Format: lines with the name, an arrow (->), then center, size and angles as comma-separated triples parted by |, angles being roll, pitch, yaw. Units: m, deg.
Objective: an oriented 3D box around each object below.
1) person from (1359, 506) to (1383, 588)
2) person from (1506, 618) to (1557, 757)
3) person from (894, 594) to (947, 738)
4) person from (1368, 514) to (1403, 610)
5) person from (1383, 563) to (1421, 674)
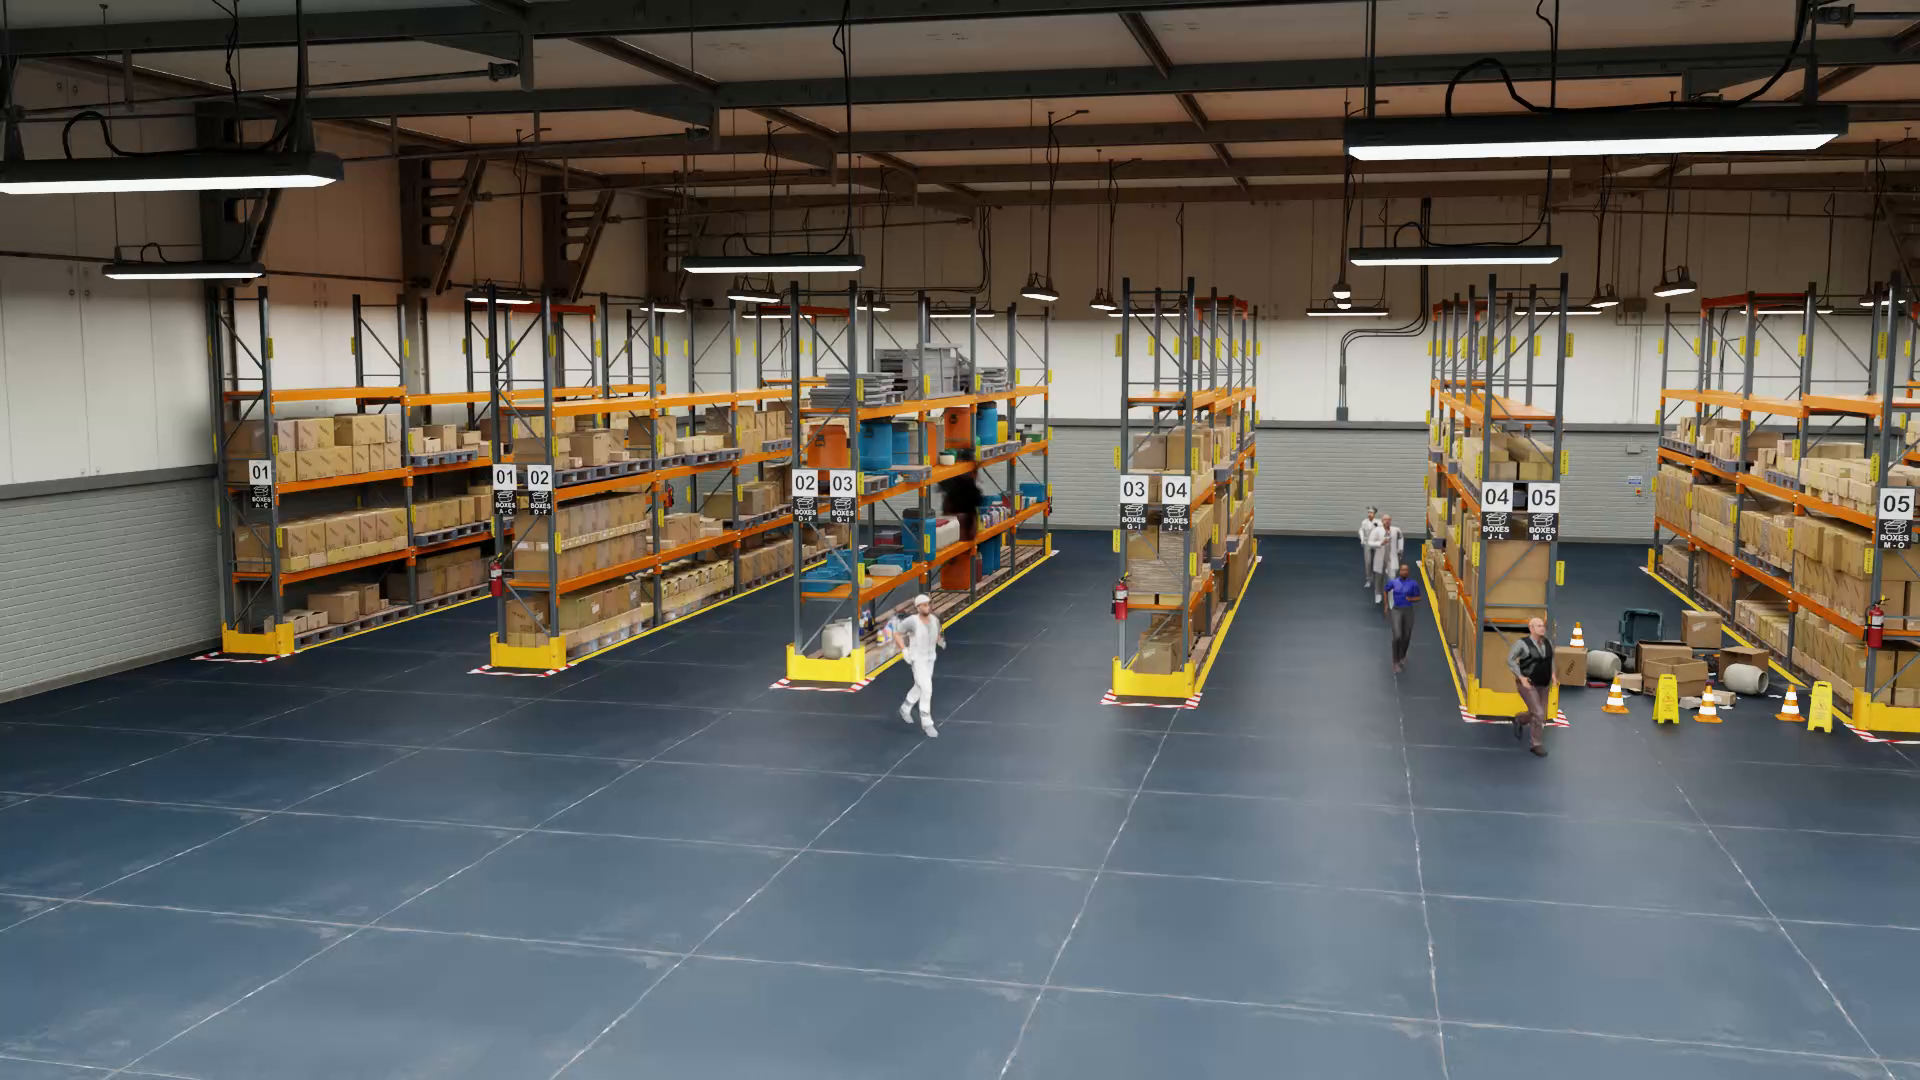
person -> 8.733, 0.130, 35.225 | 0.605, 1.700, 0.810 | 3, 7, 21
person -> 7.104, 1.796, 20.737 | 0.656, 1.688, 0.762 | -3, 7, -22
person -> -0.504, 1.605, 21.779 | 0.636, 1.822, 0.849 | -6, 9, -43
person -> 8.255, 0.404, 32.239 | 0.698, 1.816, 0.982 | 1, 7, 7
person -> 6.899, 1.207, 25.953 | 0.546, 1.719, 0.755 | 1, 7, 5
